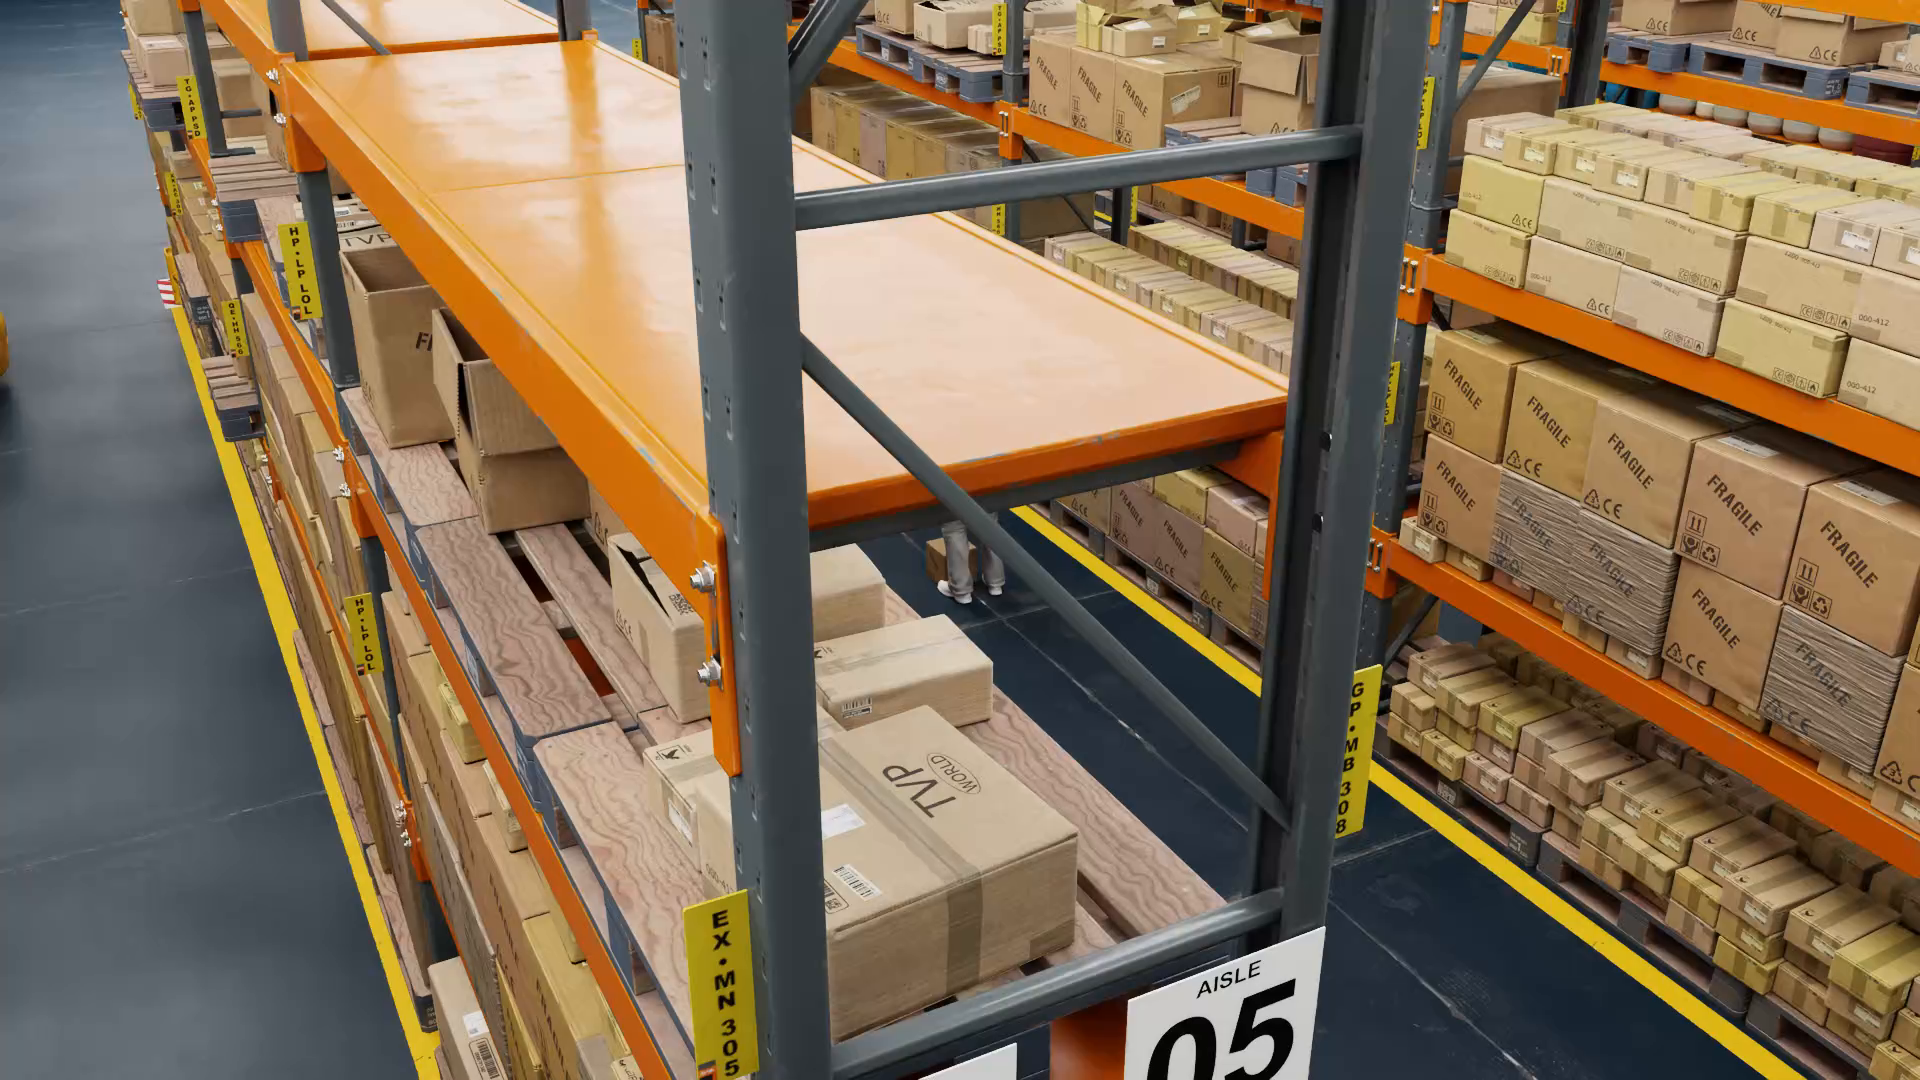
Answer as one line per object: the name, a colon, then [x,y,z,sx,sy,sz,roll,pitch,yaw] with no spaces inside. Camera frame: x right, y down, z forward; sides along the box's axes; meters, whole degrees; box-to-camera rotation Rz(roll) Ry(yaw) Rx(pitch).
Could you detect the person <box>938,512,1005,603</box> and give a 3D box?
person: [0.064,-0.405,10.473,0.513,1.673,0.355,-14,29,-27]
